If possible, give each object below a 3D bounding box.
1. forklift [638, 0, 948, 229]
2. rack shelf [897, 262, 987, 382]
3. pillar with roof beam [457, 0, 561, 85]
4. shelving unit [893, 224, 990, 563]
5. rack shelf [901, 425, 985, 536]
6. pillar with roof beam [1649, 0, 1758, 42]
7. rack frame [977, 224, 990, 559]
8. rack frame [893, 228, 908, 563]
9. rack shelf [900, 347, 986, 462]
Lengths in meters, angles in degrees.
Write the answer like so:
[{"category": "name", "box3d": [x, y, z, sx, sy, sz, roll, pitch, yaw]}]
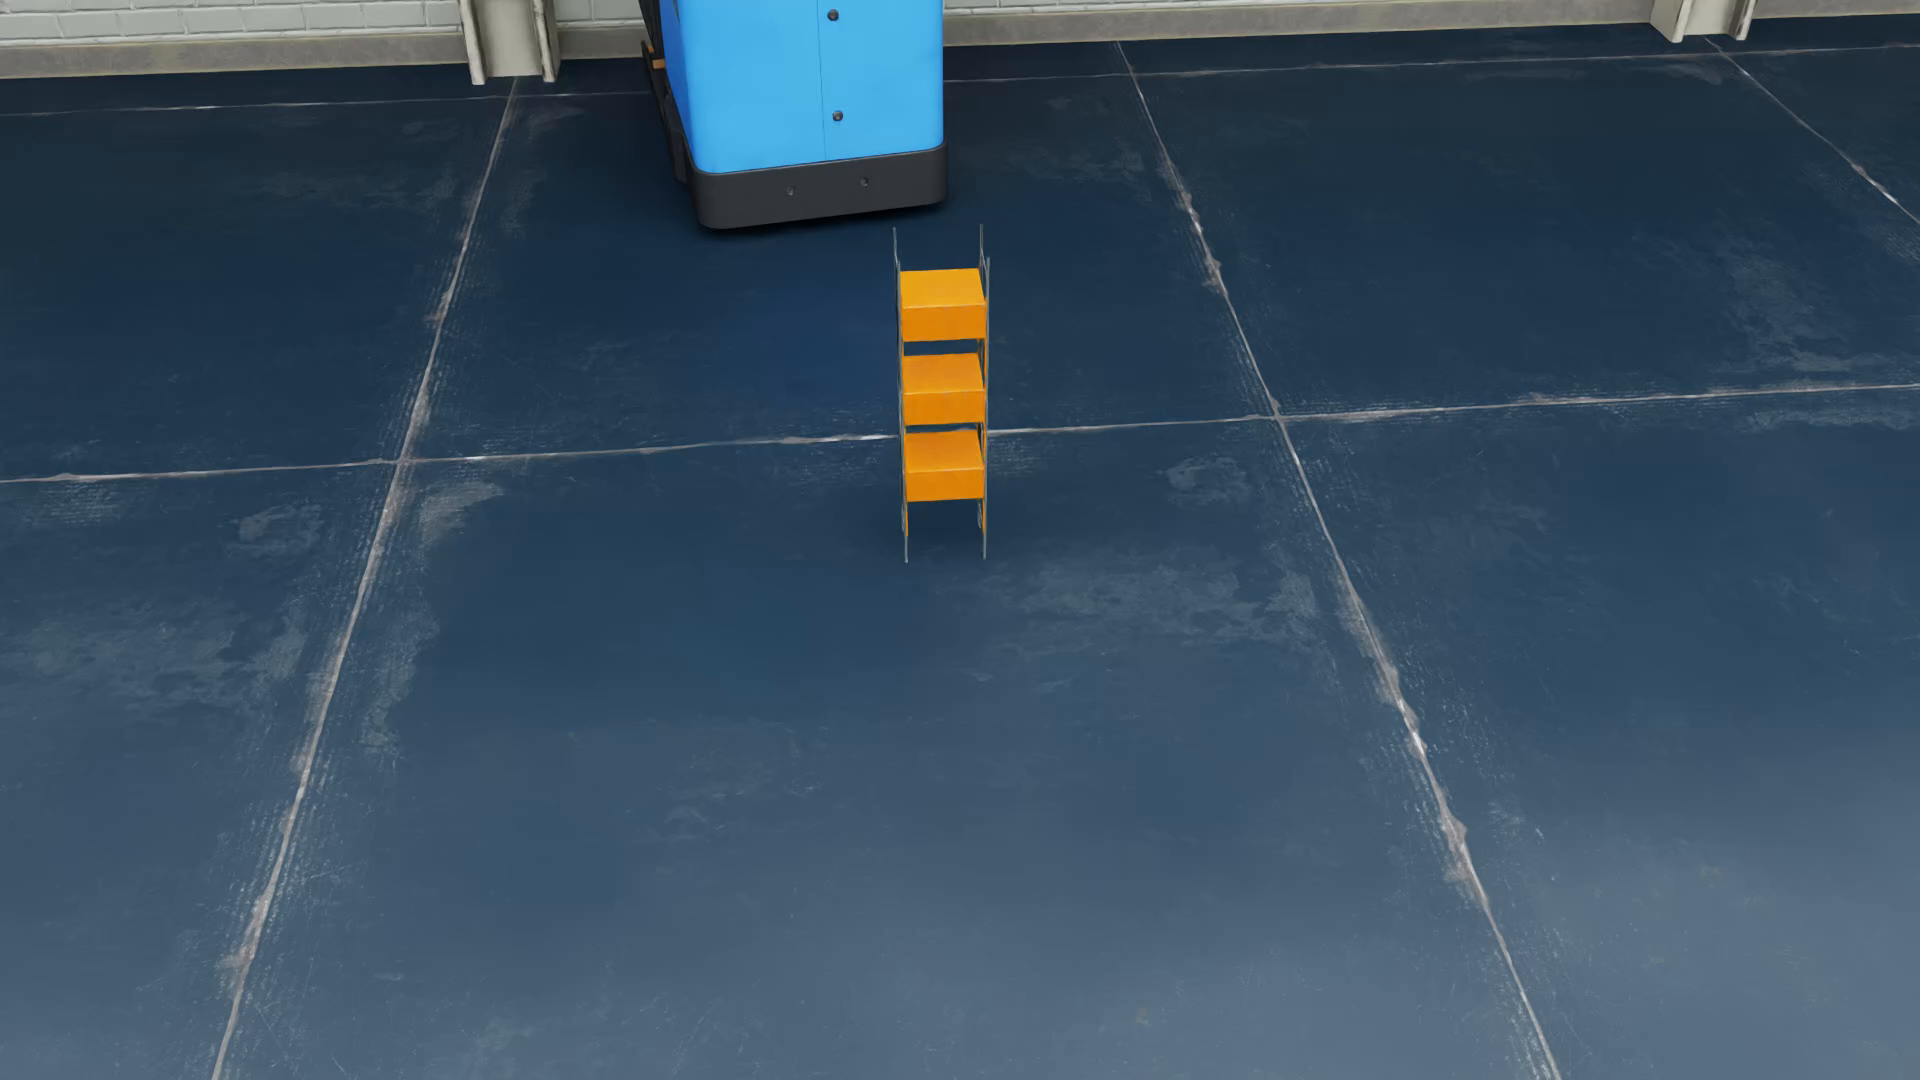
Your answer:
[{"category": "forklift", "box3d": [-0.919, -3.326, 7.099, 1.130, 2.935, 3.031, -9, 39, -11]}, {"category": "rack shelf", "box3d": [-0.053, -0.624, 4.752, 0.240, 0.259, 0.215, -3, 38, -4]}, {"category": "pillar with roof beam", "box3d": [-1.792, -3.185, 2.021, 0.400, 9.000, 9.100, -3, 38, -4]}, {"category": "shelving unit", "box3d": [-0.053, -0.409, 4.921, 0.252, 1.050, 0.215, -3, 38, -4]}, {"category": "rack shelf", "box3d": [-0.053, -0.183, 5.100, 0.240, 0.259, 0.215, -3, 38, -4]}, {"category": "pillar with roof beam", "box3d": [4.184, -3.514, 2.439, 0.400, 9.000, 9.100, -3, 38, -4]}, {"category": "rack frame", "box3d": [0.068, -0.416, 4.930, 0.008, 1.050, 0.200, -3, 38, -4]}, {"category": "rack frame", "box3d": [-0.175, -0.403, 4.913, 0.008, 1.050, 0.200, -3, 38, -4]}, {"category": "rack shelf", "box3d": [-0.053, -0.401, 4.928, 0.240, 0.259, 0.215, -3, 38, -4]}]
